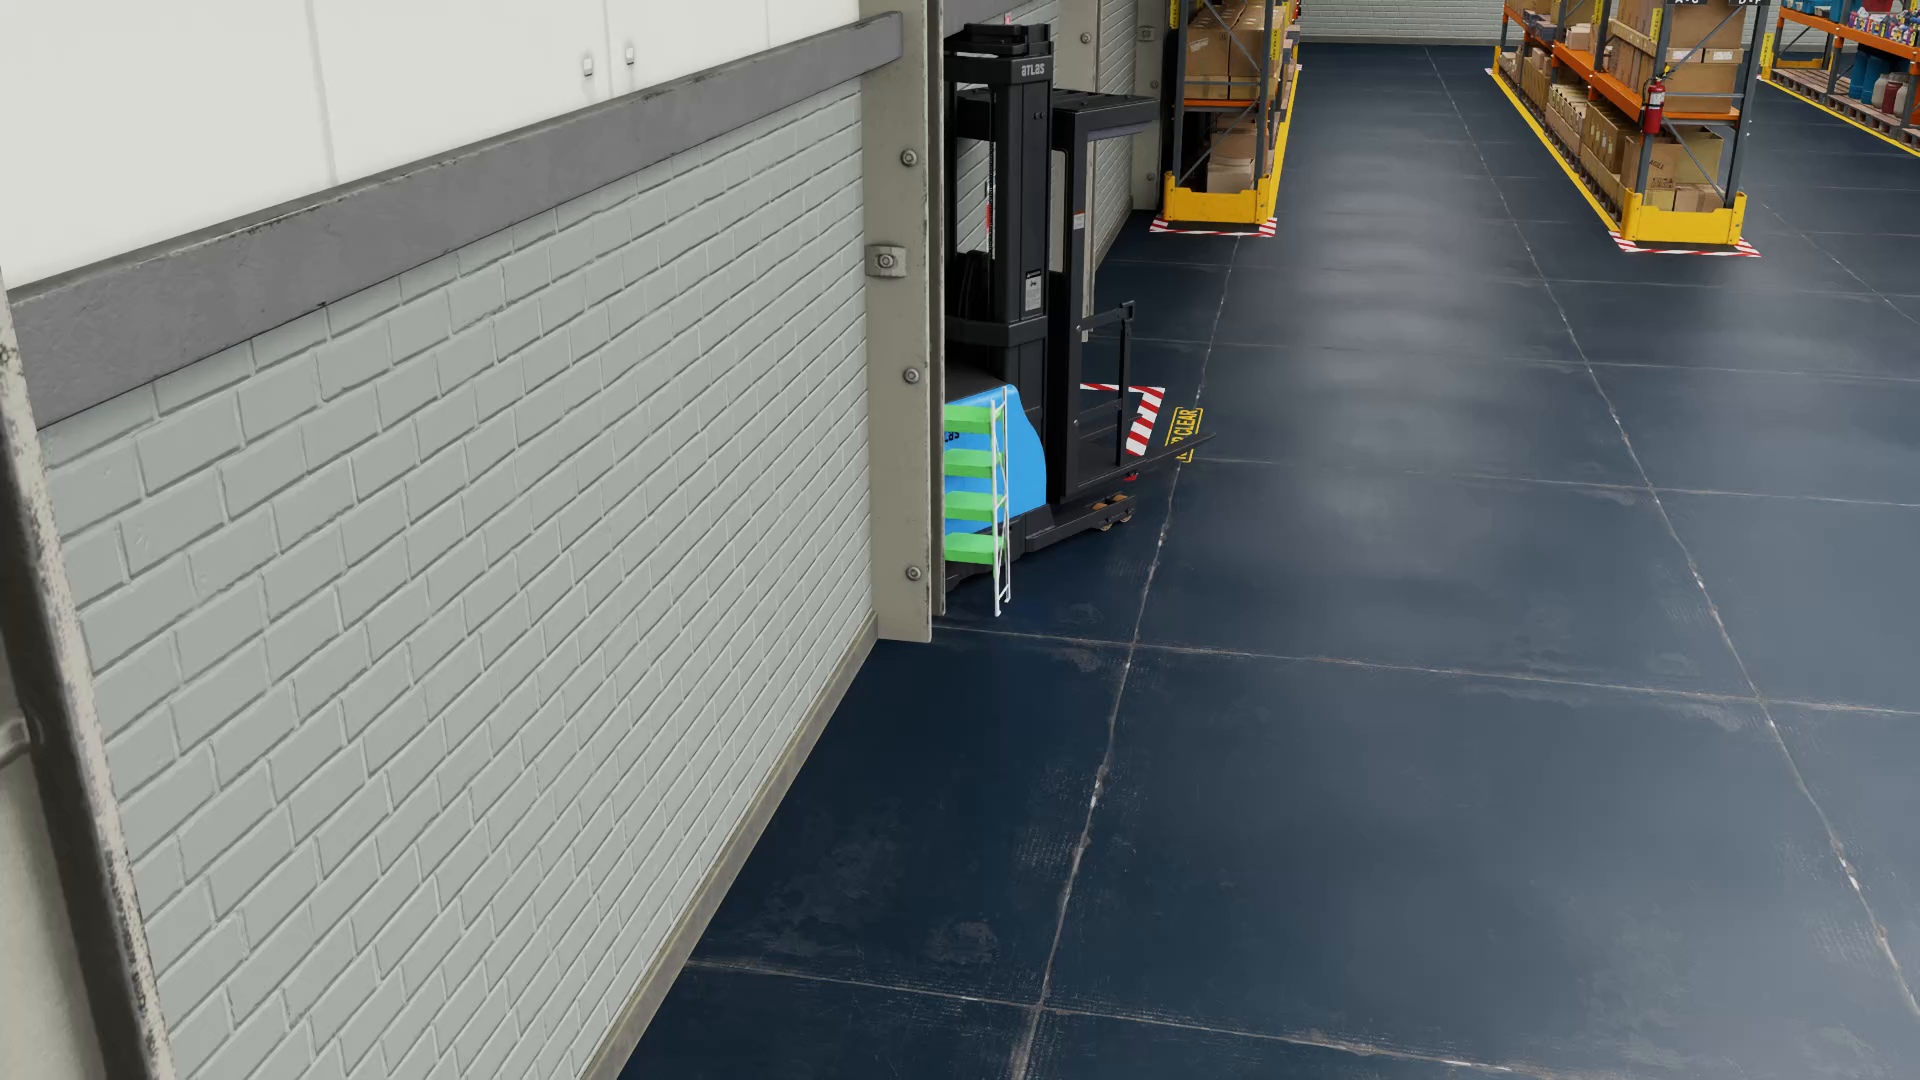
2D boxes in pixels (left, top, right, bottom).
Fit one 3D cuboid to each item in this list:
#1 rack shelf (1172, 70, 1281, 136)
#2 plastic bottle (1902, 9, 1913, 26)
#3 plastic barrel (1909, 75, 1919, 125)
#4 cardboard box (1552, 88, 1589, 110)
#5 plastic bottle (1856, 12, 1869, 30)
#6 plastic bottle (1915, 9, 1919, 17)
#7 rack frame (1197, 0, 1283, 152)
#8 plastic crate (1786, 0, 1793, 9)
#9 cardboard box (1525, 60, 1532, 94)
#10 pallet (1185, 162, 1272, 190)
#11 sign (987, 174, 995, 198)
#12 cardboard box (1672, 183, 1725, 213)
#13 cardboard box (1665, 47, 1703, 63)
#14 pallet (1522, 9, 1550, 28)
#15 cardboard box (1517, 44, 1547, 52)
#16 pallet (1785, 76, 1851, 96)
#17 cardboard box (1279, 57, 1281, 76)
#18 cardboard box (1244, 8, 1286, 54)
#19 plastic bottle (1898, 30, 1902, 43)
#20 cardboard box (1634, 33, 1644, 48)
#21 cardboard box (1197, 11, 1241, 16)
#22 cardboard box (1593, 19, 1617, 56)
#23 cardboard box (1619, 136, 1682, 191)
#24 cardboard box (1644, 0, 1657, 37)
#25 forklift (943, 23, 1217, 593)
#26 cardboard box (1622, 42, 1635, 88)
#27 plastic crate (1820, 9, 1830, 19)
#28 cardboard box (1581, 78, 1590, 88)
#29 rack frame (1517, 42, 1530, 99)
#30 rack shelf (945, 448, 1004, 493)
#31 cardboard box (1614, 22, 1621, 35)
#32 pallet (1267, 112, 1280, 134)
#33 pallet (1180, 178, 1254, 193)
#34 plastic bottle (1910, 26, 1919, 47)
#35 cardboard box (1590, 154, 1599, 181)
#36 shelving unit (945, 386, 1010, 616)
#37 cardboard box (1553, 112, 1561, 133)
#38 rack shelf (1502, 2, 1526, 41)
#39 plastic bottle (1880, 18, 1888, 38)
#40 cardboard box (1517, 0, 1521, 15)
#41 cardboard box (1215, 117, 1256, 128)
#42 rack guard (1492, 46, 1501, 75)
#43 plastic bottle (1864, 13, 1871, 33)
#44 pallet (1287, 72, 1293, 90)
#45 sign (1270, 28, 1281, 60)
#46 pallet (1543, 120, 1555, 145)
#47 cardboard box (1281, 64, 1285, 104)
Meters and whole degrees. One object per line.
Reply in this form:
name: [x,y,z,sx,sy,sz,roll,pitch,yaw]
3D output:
rack shelf: [3.292,-5.412,20.240,1.077,0.370,4.000,4,22,11]
plastic bottle: [14.985,-8.207,26.283,0.144,0.351,0.185,4,22,11]
plastic barrel: [14.298,-6.553,24.453,0.600,0.830,0.708,4,22,11]
cardboard box: [8.873,-6.382,24.051,0.500,0.311,0.500,4,22,10]
plastic bottle: [14.489,-8.316,26.654,0.152,0.276,0.135,4,22,11]
plastic bottle: [15.126,-8.196,26.256,0.144,0.351,0.185,4,22,11]
rack frame: [3.700,-6.477,21.921,1.000,3.000,0.127,4,22,11]
plastic crate: [15.328,-9.840,30.544,0.250,0.136,0.298,4,22,11]
cardboard box: [9.747,-7.717,27.757,0.500,0.500,0.500,5,22,12]
pallet: [3.351,-4.488,20.715,1.003,0.211,1.213,4,22,11]
sign: [0.210,-2.310,10.817,0.001,0.109,0.331,4,22,11]
cardboard box: [8.061,-3.737,18.235,0.500,0.250,0.500,4,22,11]
cardboard box: [7.625,-5.140,17.598,0.380,0.149,0.250,4,22,10]
pallet: [9.913,-8.654,27.583,1.003,0.211,1.213,4,22,11]
cardboard box: [10.561,-8.760,30.343,0.797,0.503,0.637,4,22,11]
pallet: [15.390,-8.074,29.618,1.003,0.211,1.213,4,22,11]
cardboard box: [3.703,-5.854,20.548,0.500,0.250,0.500,4,22,11]
cardboard box: [3.810,-6.385,20.864,0.500,0.500,0.500,4,22,11]
plastic bottle: [14.028,-7.505,24.740,0.097,0.201,0.097,0,22,0]
cardboard box: [7.940,-5.707,19.007,0.380,0.149,0.250,4,22,10]
cardboard box: [3.183,-6.238,20.498,0.500,0.500,0.500,5,22,12]
cardboard box: [8.932,-6.803,22.596,0.500,0.500,0.500,4,22,11]
cardboard box: [7.552,-4.124,18.193,0.500,0.500,0.500,4,22,11]
cardboard box: [8.056,-5.853,18.500,0.700,0.500,0.500,5,22,11]
forklift: [0.427,-1.531,9.731,1.130,2.935,3.031,19,29,39]
cardboard box: [8.258,-5.608,19.629,0.700,0.500,0.500,5,22,12]
plastic crate: [14.996,-8.978,28.418,0.437,0.125,0.590,4,22,11]
cardboard box: [9.739,-6.753,25.364,0.500,0.500,0.500,5,23,13]
rack frame: [10.182,-9.027,28.252,1.000,3.000,0.127,4,22,11]
rack shelf: [-0.025,-0.378,8.713,0.480,0.148,0.258,5,23,16]
cardboard box: [8.255,-6.273,20.412,0.380,0.149,0.250,5,22,12]
pallet: [4.355,-6.361,25.365,1.003,0.211,1.213,4,22,11]
pallet: [3.099,-4.043,19.610,1.003,0.211,1.213,4,22,11]
plastic bottle: [13.880,-7.311,24.149,0.061,0.283,0.133,4,22,11]
cardboard box: [7.945,-4.509,20.153,0.500,0.250,0.500,4,22,11]
shelving unit: [-0.020,-0.215,8.780,0.503,1.200,0.258,5,23,16]
cardboard box: [8.770,-5.940,23.705,0.500,0.250,0.500,4,22,10]
rack shelf: [10.591,-9.425,30.202,1.077,0.370,4.000,4,22,11]
plastic bottle: [14.178,-7.846,25.475,0.061,0.283,0.133,4,22,11]
cardboard box: [10.240,-9.652,29.671,0.500,0.500,0.500,5,22,12]
cardboard box: [3.527,-5.139,21.356,0.500,0.500,0.500,3,22,7]
rack guard: [10.983,-9.302,32.282,1.175,0.500,0.348,4,22,11]
plastic bottle: [14.357,-8.167,26.274,0.061,0.283,0.133,4,22,11]
pallet: [5.564,-8.382,30.383,1.003,0.211,1.213,4,22,11]
sign: [3.415,-5.375,18.025,0.100,0.325,0.005,4,22,11]
pallet: [9.160,-5.972,24.400,1.003,0.211,1.213,4,22,11]
cardboard box: [4.795,-7.397,26.520,0.750,0.750,0.750,4,22,10]
